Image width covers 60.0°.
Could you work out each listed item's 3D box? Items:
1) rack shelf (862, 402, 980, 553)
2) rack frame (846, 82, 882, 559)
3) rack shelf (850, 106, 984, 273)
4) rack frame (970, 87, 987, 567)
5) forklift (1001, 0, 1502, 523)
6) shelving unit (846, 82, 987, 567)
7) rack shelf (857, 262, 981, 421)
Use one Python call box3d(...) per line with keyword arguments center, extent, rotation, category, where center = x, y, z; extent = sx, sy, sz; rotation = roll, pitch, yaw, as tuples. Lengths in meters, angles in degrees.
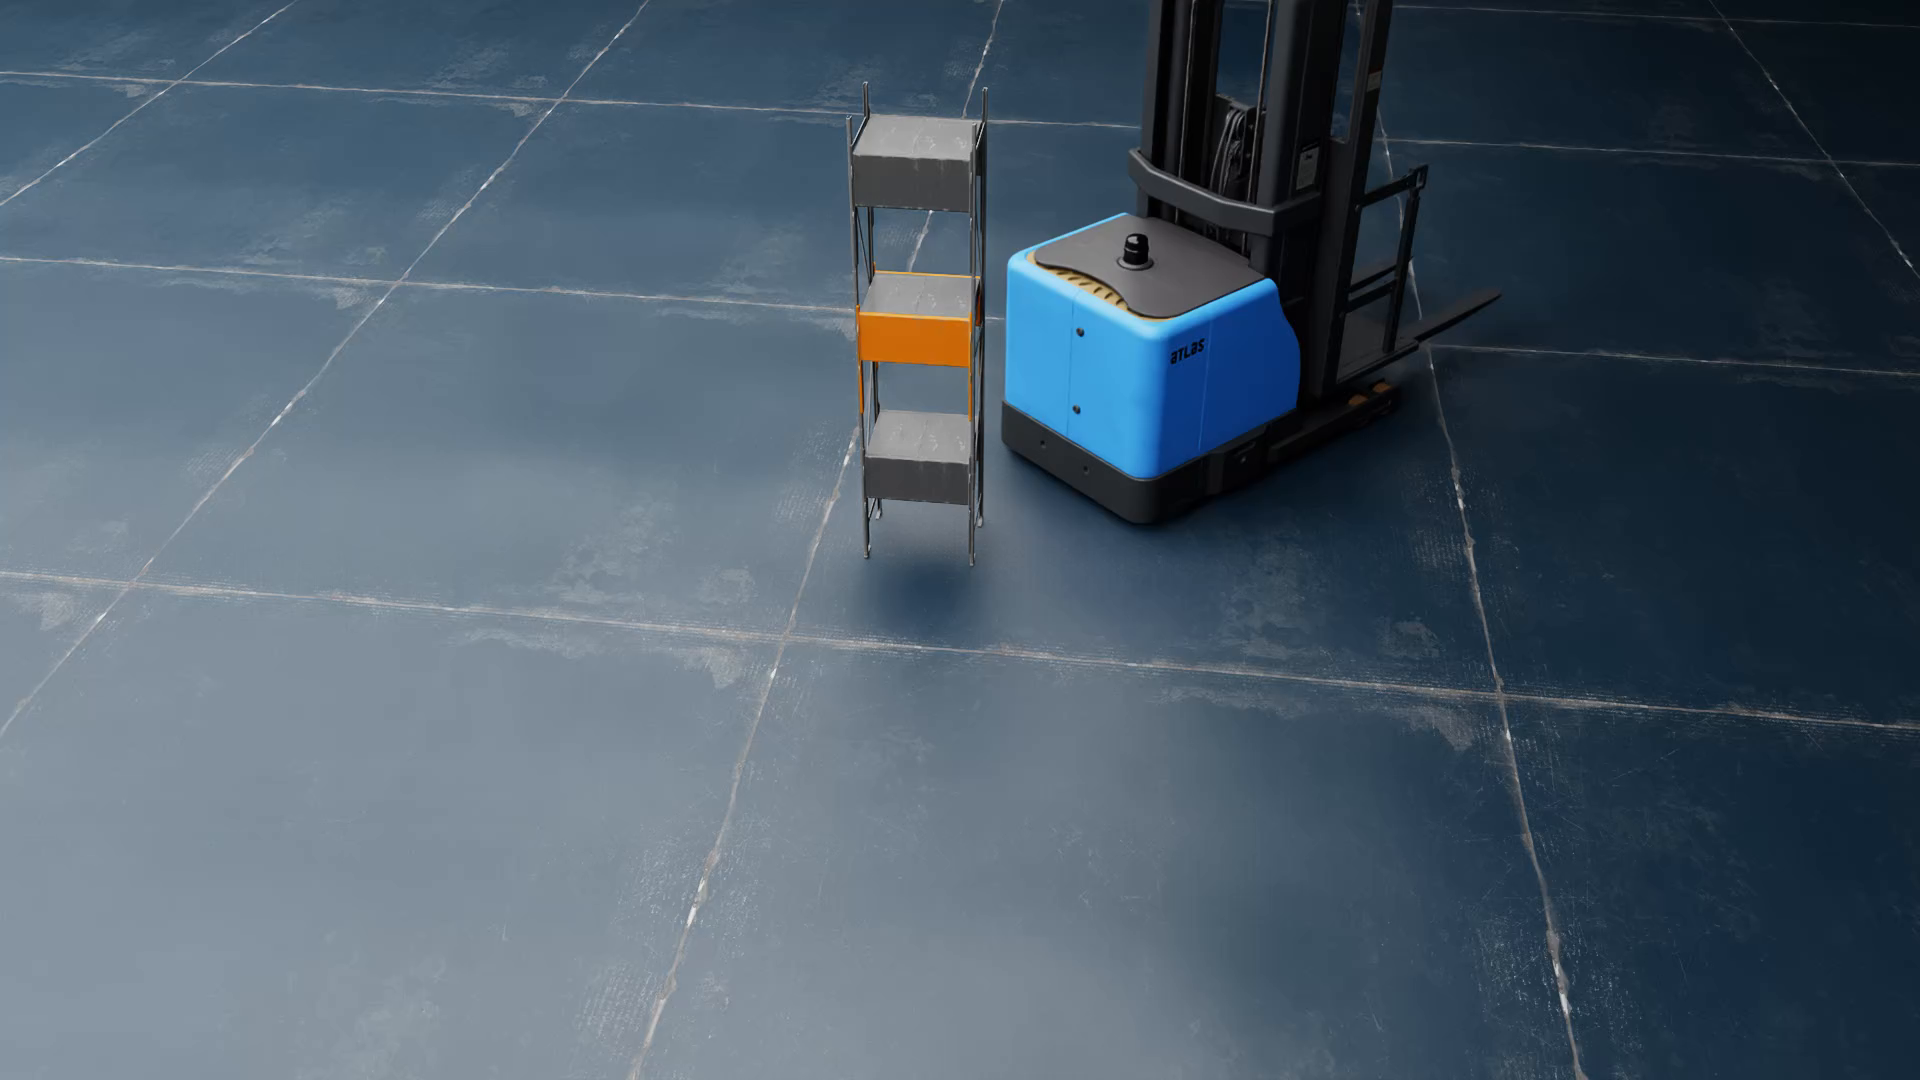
box3d(center=(-0.164, -0.286, 7.572), extent=(0.480, 0.518, 0.431), rotation=(4, 36, 6), category="rack shelf")
box3d(center=(-0.406, -0.885, 7.183), extent=(0.015, 2.100, 0.400), rotation=(4, 36, 6), category="rack frame")
box3d(center=(-0.164, -1.426, 6.758), extent=(0.480, 0.518, 0.431), rotation=(4, 36, 6), category="rack shelf")
box3d(center=(0.078, -0.849, 7.132), extent=(0.015, 2.100, 0.400), rotation=(4, 36, 6), category="rack frame")
box3d(center=(1.661, -1.984, 8.006), extent=(3.031, 2.935, 1.130), rotation=(-26, 43, -31), category="forklift")
box3d(center=(-0.164, -0.867, 7.157), extent=(0.503, 2.100, 0.431), rotation=(4, 36, 6), category="shelving unit")
box3d(center=(-0.164, -0.856, 7.165), extent=(0.480, 0.518, 0.431), rotation=(4, 36, 6), category="rack shelf")
